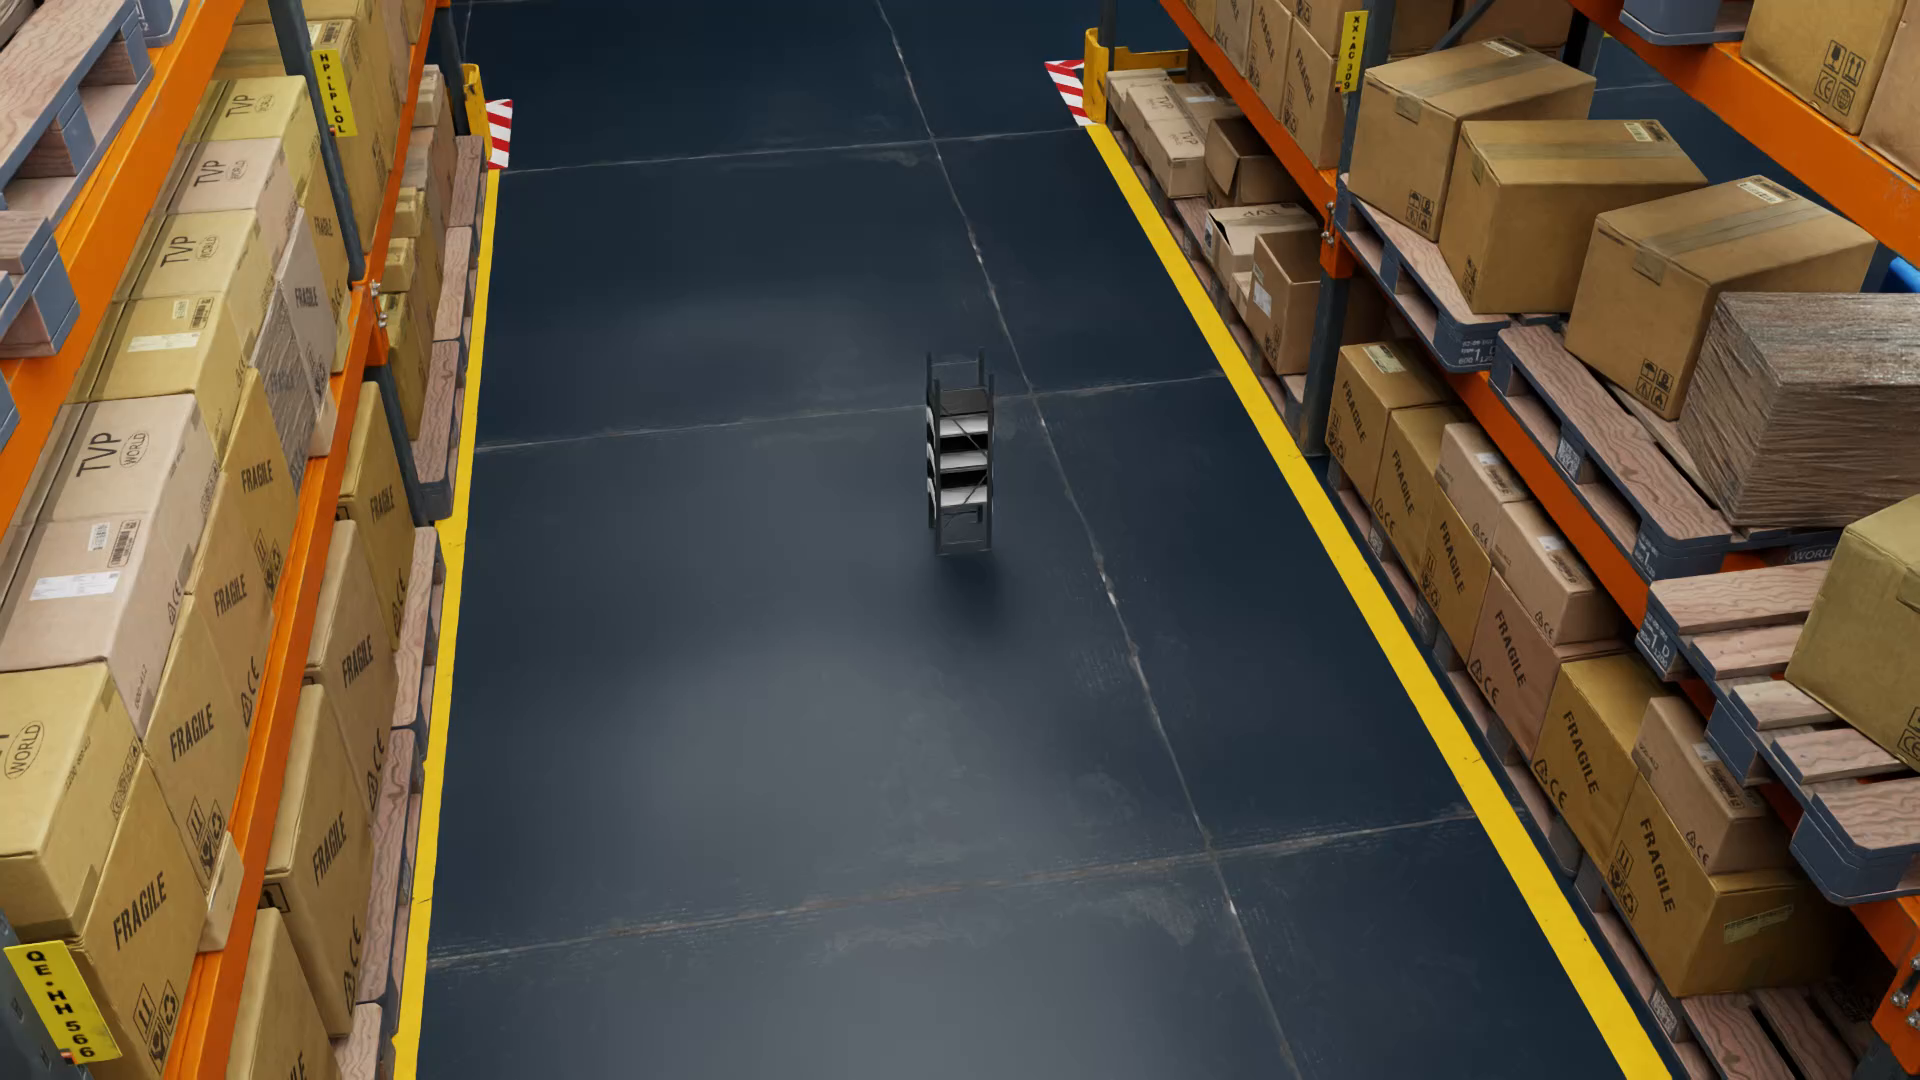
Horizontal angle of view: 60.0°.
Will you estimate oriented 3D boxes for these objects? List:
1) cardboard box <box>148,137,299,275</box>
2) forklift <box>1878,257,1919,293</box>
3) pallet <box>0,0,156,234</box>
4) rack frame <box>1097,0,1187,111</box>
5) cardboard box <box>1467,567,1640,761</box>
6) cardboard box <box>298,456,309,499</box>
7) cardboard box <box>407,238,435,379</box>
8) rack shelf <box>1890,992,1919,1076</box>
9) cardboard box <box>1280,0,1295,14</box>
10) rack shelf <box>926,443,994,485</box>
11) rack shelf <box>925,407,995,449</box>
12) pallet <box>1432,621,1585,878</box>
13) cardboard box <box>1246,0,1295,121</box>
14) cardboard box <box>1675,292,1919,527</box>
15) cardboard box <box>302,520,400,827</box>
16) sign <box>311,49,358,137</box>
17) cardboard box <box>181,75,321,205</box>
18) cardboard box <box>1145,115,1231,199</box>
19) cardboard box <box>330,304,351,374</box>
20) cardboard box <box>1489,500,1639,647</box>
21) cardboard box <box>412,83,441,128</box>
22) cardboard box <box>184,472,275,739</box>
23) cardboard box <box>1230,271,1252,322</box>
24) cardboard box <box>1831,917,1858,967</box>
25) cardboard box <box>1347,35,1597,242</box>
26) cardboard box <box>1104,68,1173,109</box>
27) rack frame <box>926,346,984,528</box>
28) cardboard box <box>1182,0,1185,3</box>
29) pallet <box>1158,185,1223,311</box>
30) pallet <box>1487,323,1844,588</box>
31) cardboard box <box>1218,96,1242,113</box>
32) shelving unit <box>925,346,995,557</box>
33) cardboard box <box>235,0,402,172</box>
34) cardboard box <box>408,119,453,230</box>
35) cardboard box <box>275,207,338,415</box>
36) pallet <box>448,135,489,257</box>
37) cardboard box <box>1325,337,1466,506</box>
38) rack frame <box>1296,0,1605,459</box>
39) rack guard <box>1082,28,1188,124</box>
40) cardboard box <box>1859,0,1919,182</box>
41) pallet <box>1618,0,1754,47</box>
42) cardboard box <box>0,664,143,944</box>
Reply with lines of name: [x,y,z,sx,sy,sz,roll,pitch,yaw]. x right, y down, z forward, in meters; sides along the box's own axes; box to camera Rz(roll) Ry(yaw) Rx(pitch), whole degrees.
cardboard box: [-2.377,-1.015,5.160,0.500,0.250,0.500,-5,38,-7]
forklift: [5.462,-1.265,6.489,3.031,2.935,1.130,-1,38,-1]
pallet: [-2.454,-0.871,3.635,1.003,0.211,1.213,-5,38,-6]
rack frame: [1.384,-4.070,10.044,1.000,3.000,0.127,-6,38,-8]
cardboard box: [2.203,0.407,5.960,0.500,0.500,0.500,-8,38,-10]
cardboard box: [-2.303,-0.234,5.295,0.380,0.149,0.250,-6,38,-8]
cardboard box: [-2.906,-1.064,7.870,0.700,0.500,0.500,-7,38,-8]
rack shelf: [3.137,2.254,2.490,1.077,0.370,4.000,-6,38,-8]
cardboard box: [1.649,-2.675,7.352,0.500,0.500,0.500,-7,38,-9]
rack shelf: [-0.001,-0.334,7.001,0.258,0.077,0.200,-6,38,-8]
rack shelf: [-0.001,-0.476,6.890,0.258,0.077,0.200,-6,38,-8]
pallet: [2.482,0.673,6.212,1.003,0.211,1.213,-6,38,-8]
cardboard box: [1.653,-2.279,7.657,0.500,0.500,0.500,-5,38,-7]
cardboard box: [2.593,-0.384,4.876,0.700,0.500,0.500,0,38,1]
cardboard box: [-2.391,0.480,5.598,0.750,0.750,0.750,-5,38,-7]
sign: [-2.259,-1.609,5.997,0.100,0.325,0.005,-6,38,-8]
cardboard box: [-2.458,-1.325,5.559,0.500,0.250,0.500,-5,38,-7]
cardboard box: [1.375,-2.195,9.513,0.500,0.250,0.500,-6,38,-8]
cardboard box: [-2.386,-0.704,5.899,0.380,0.149,0.250,-6,38,-7]
cardboard box: [2.194,0.089,5.758,0.500,0.250,0.500,-7,38,-9]
cardboard box: [-3.024,-2.345,8.990,0.380,0.149,0.250,-5,38,-7]
cardboard box: [-2.092,0.194,4.215,0.500,0.500,0.500,-6,38,-8]
cardboard box: [1.581,-1.235,8.360,0.380,0.149,0.250,-6,38,-8]
cardboard box: [2.890,0.954,5.256,0.500,0.500,0.500,-8,38,-10]
cardboard box: [1.948,-1.549,6.375,0.700,0.500,0.500,-19,42,-23]
cardboard box: [1.119,-2.828,10.410,0.380,0.149,0.250,-6,38,-8]
rack frame: [-0.019,-0.422,7.059,0.240,0.900,0.006,-6,38,-8]
cardboard box: [1.383,-3.198,8.840,0.500,0.500,0.500,-6,38,-8]
pallet: [1.748,-1.706,9.274,1.003,0.211,1.213,-6,38,-8]
pallet: [2.441,-0.336,5.394,1.003,0.211,1.213,-6,38,-8]
cardboard box: [1.704,-2.568,10.062,0.380,0.166,0.250,-6,38,-8]
shelving unit: [-0.001,-0.360,6.980,0.258,0.900,0.210,-6,38,-8]
cardboard box: [-2.993,-2.008,7.145,0.980,0.700,0.700,-7,38,-9]
cardboard box: [-3.184,-1.999,9.074,0.700,0.500,0.500,-6,38,-8]
cardboard box: [-2.363,-0.725,5.398,0.500,0.500,0.500,-6,38,-8]
pallet: [-3.275,-1.959,9.600,1.003,0.211,1.213,-6,38,-8]
cardboard box: [1.930,-0.522,7.156,0.500,0.500,0.500,-8,39,-10]
rack frame: [2.085,-1.654,6.934,1.000,3.000,0.127,-6,38,-8]
rack guard: [1.397,-3.037,10.751,1.175,0.500,0.348,-6,38,-8]
cardboard box: [2.587,-1.030,3.604,0.910,0.500,0.500,-6,38,-8]
pallet: [2.315,-1.737,4.749,1.213,0.211,1.003,-6,38,-8]
cardboard box: [-1.921,0.517,3.188,0.500,0.250,0.500,-5,38,-7]
